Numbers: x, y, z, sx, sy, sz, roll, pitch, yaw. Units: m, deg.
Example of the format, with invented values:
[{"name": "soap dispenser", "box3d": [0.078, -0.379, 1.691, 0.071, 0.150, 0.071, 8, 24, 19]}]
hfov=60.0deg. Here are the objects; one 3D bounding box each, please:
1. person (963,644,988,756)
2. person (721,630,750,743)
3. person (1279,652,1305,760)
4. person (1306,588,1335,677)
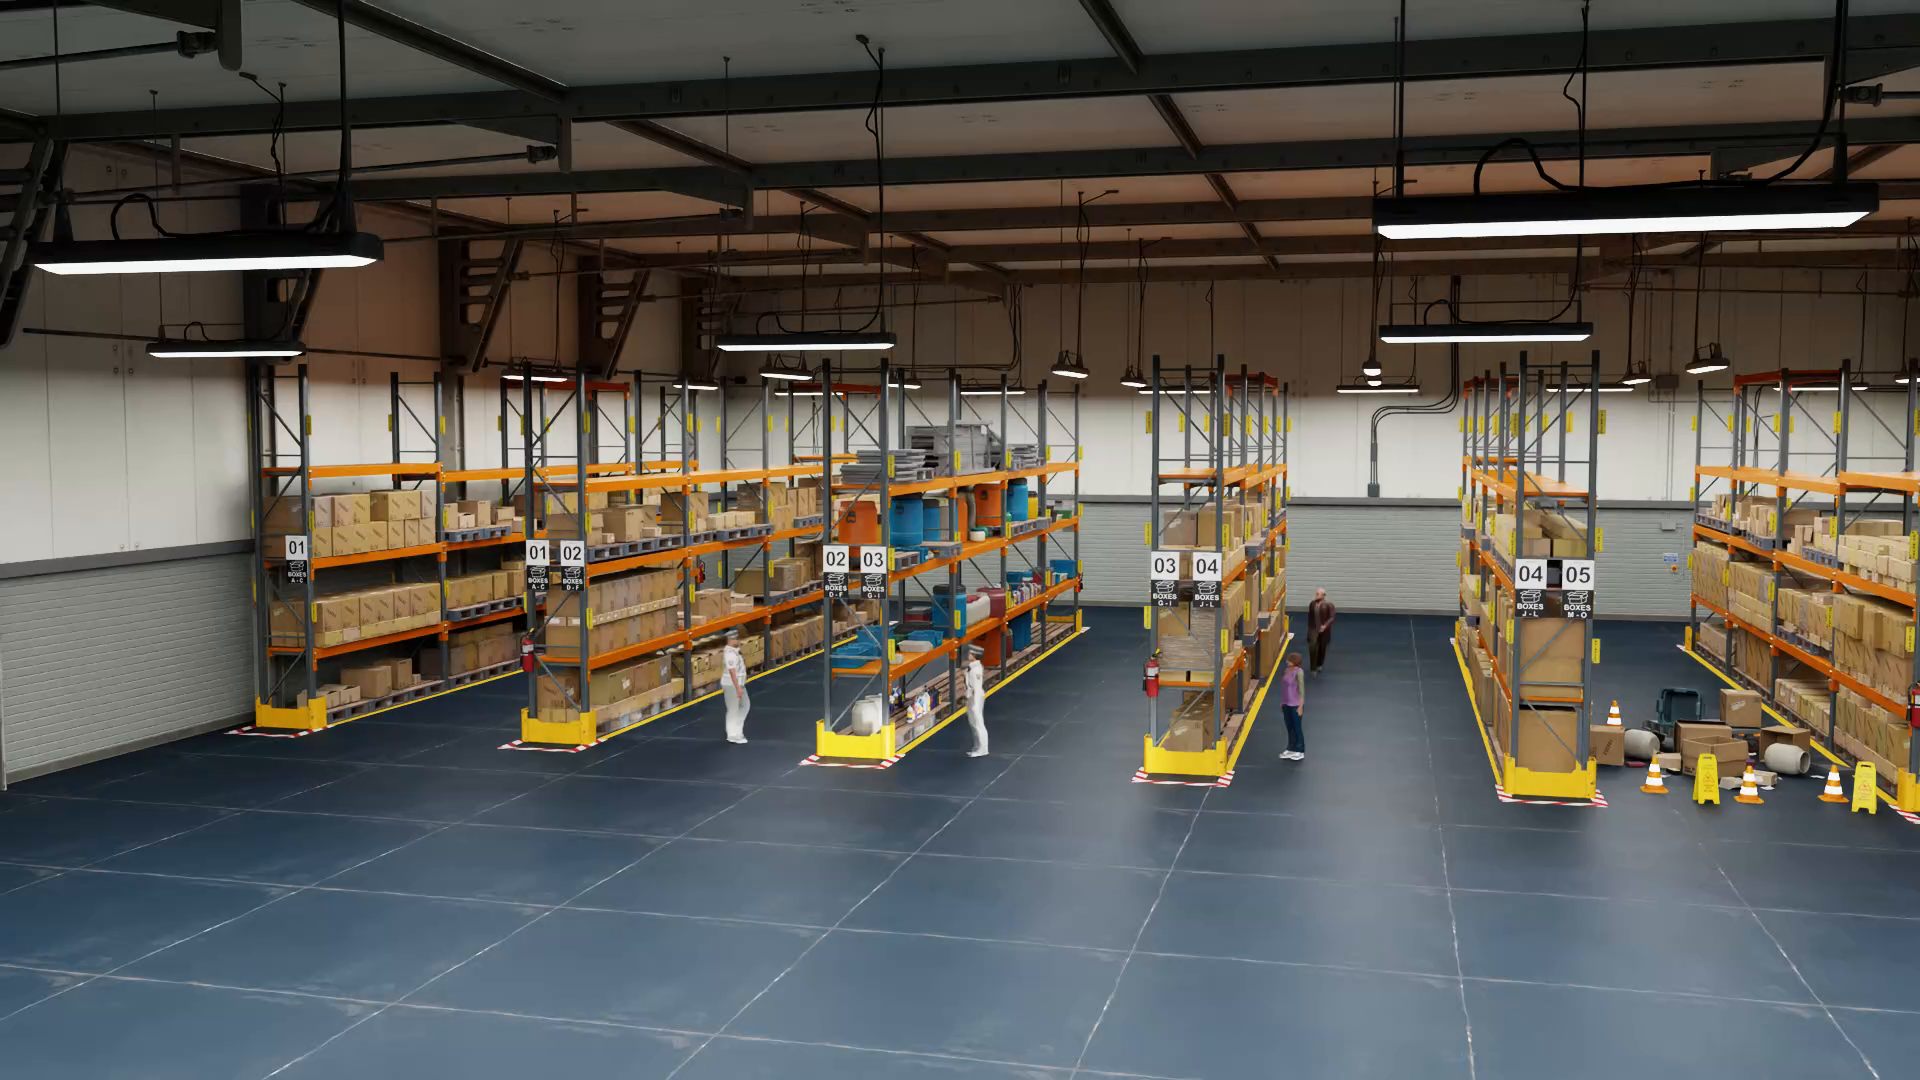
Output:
[{"name": "person", "box3d": [0.227, 2.438, 25.171, 0.384, 1.721, 0.594, -1, 4, -10]}, {"name": "person", "box3d": [-3.572, 2.332, 26.331, 0.415, 1.834, 0.559, 1, 4, 8]}, {"name": "person", "box3d": [4.999, 2.488, 24.953, 0.325, 1.622, 0.464, -2, 4, -28]}, {"name": "person", "box3d": [7.242, 1.872, 33.390, 0.557, 1.814, 0.937, 1, 4, 13]}]
